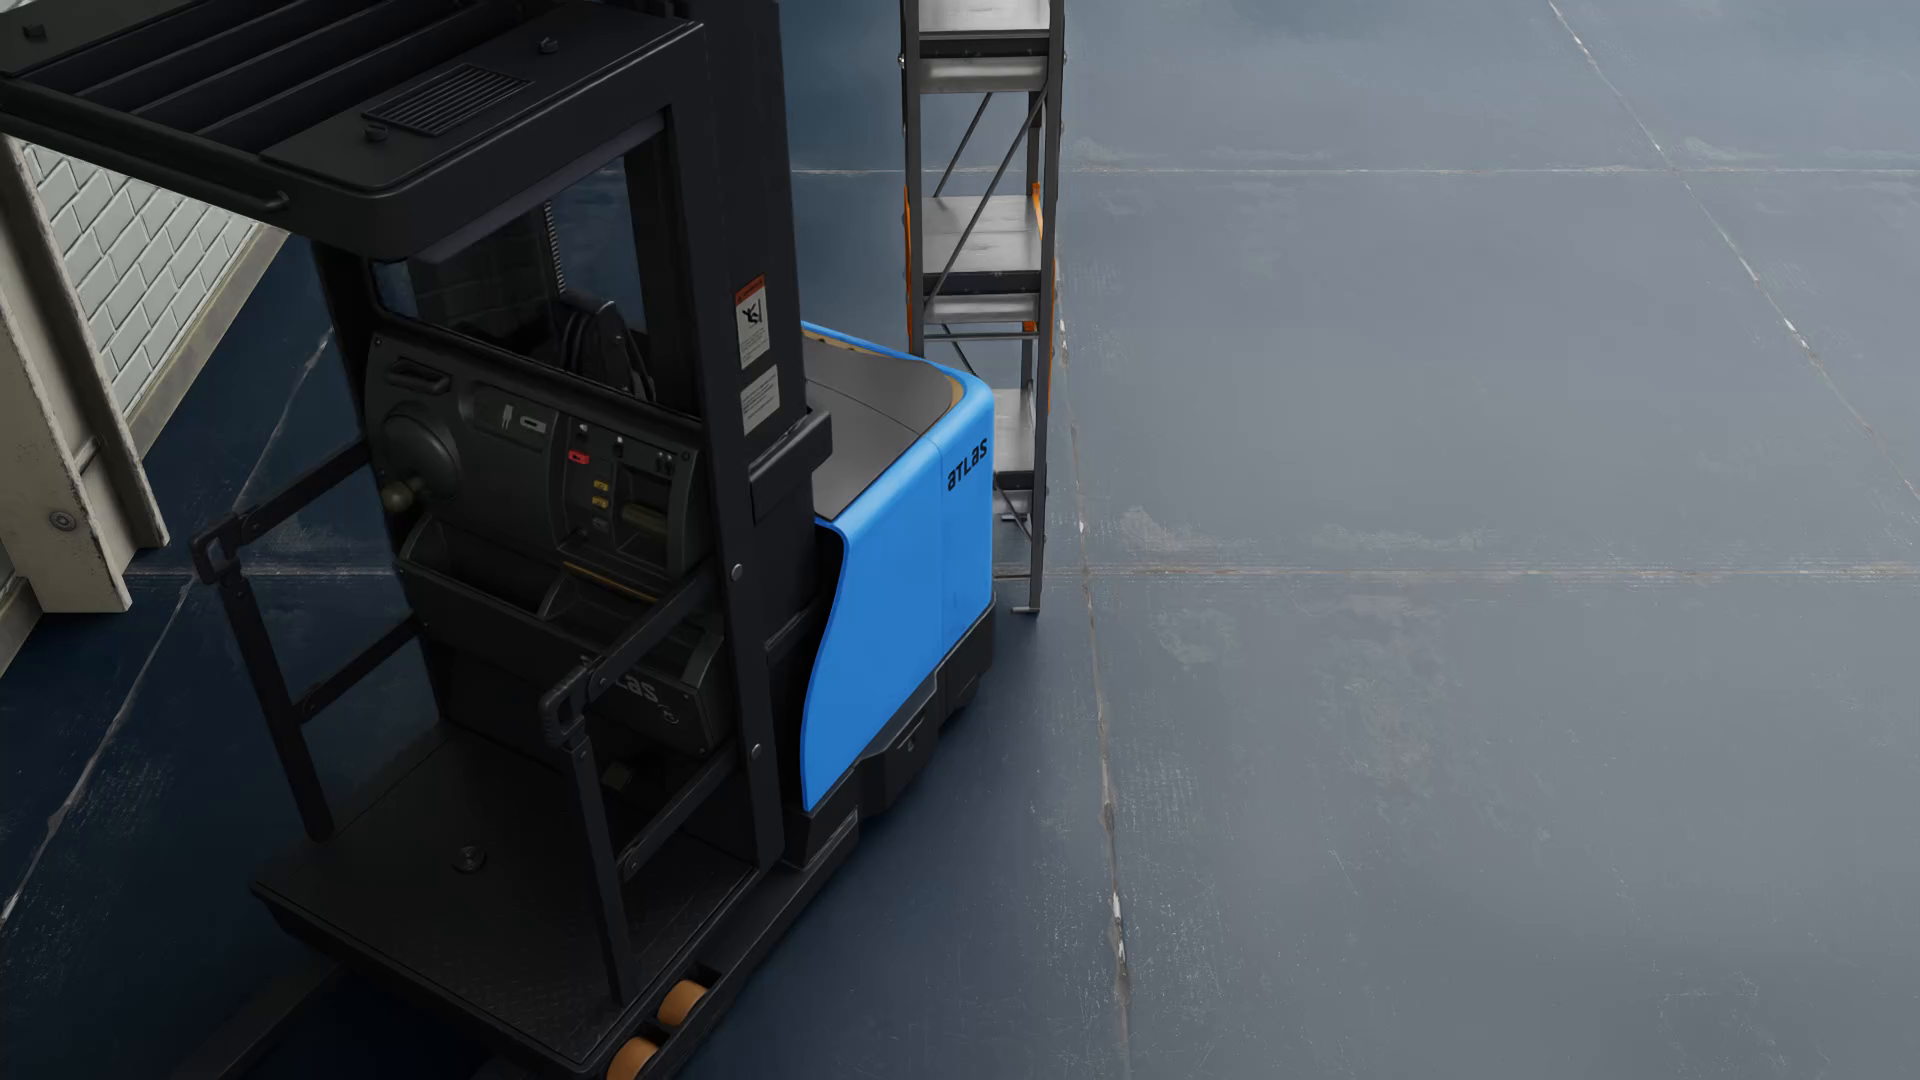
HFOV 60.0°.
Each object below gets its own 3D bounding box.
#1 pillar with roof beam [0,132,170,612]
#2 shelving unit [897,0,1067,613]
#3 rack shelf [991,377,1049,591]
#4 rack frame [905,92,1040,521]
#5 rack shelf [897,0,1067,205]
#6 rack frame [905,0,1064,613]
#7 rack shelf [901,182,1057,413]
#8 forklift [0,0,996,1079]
[{"bbox_3d":[1.415,-3.402,2.800,9.100,9.000,0.400,0,39,0],"label":"pillar with roof beam"},{"bbox_3d":[0.049,-0.734,4.987,0.431,2.100,0.503,-2,39,-2],"label":"shelving unit"},{"bbox_3d":[0.049,-0.177,5.433,0.431,0.518,0.480,-2,39,-2],"label":"rack shelf"},{"bbox_3d":[0.036,-0.886,5.177,0.400,2.100,0.015,-2,39,-2],"label":"rack frame"},{"bbox_3d":[0.049,-1.270,4.558,0.431,0.518,0.480,-2,39,-2],"label":"rack shelf"},{"bbox_3d":[0.062,-0.582,4.797,0.400,2.100,0.015,-2,39,-2],"label":"rack frame"},{"bbox_3d":[0.049,-0.723,4.995,0.431,0.518,0.480,-2,39,-2],"label":"rack shelf"},{"bbox_3d":[-1.067,-0.102,3.534,1.130,2.935,3.031,20,43,23],"label":"forklift"}]
